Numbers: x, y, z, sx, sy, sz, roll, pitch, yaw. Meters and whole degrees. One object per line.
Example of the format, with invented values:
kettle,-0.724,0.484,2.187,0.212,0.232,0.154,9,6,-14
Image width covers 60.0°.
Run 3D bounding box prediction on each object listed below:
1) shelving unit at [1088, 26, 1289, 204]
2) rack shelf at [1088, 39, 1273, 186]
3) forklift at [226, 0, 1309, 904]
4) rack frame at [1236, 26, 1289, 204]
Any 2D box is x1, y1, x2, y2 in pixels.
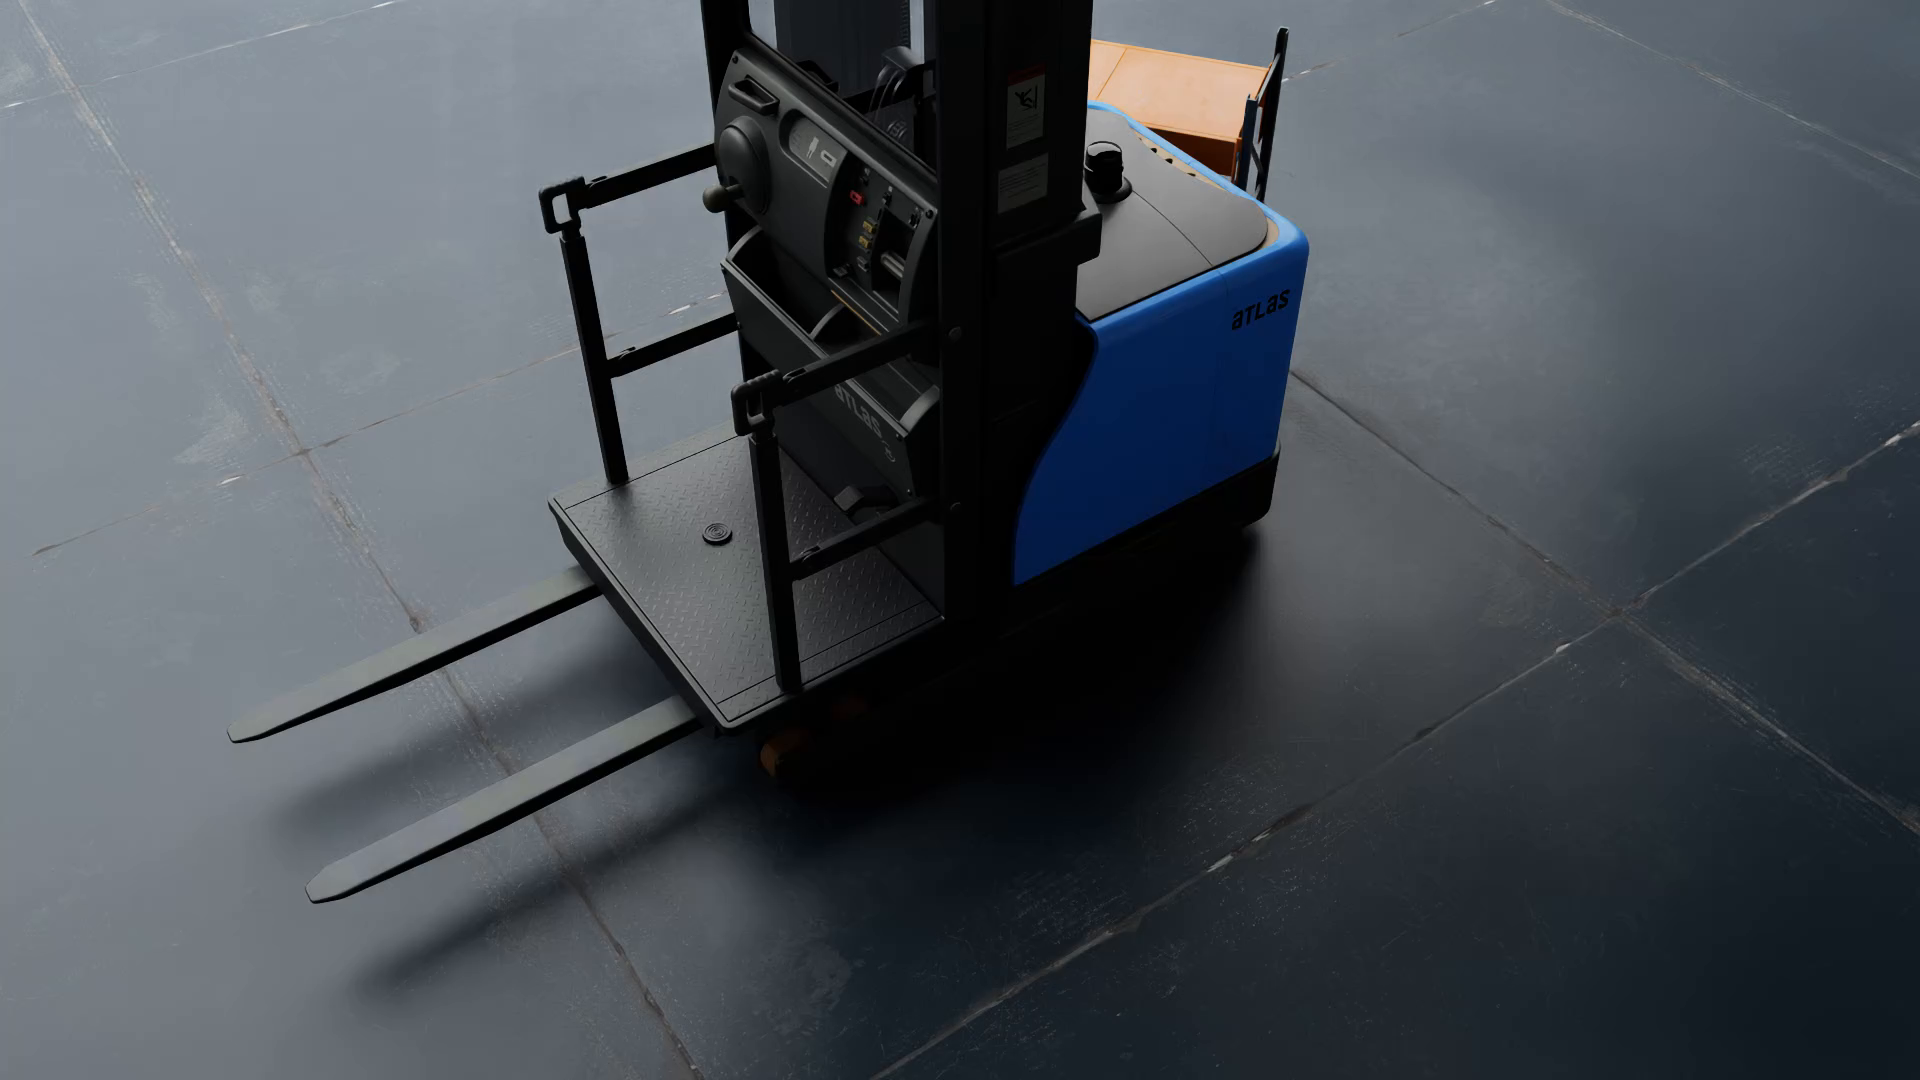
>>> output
shelving unit,0.483,-1.199,5.691,1.048,1.125,0.538,14,45,14
rack shelf,0.483,-1.411,5.489,1.000,0.278,0.538,14,45,14
forklift,-0.514,-0.811,3.977,3.031,2.935,1.130,-26,49,-25
rack frame,0.961,-1.081,5.568,0.032,1.125,0.500,14,45,14
